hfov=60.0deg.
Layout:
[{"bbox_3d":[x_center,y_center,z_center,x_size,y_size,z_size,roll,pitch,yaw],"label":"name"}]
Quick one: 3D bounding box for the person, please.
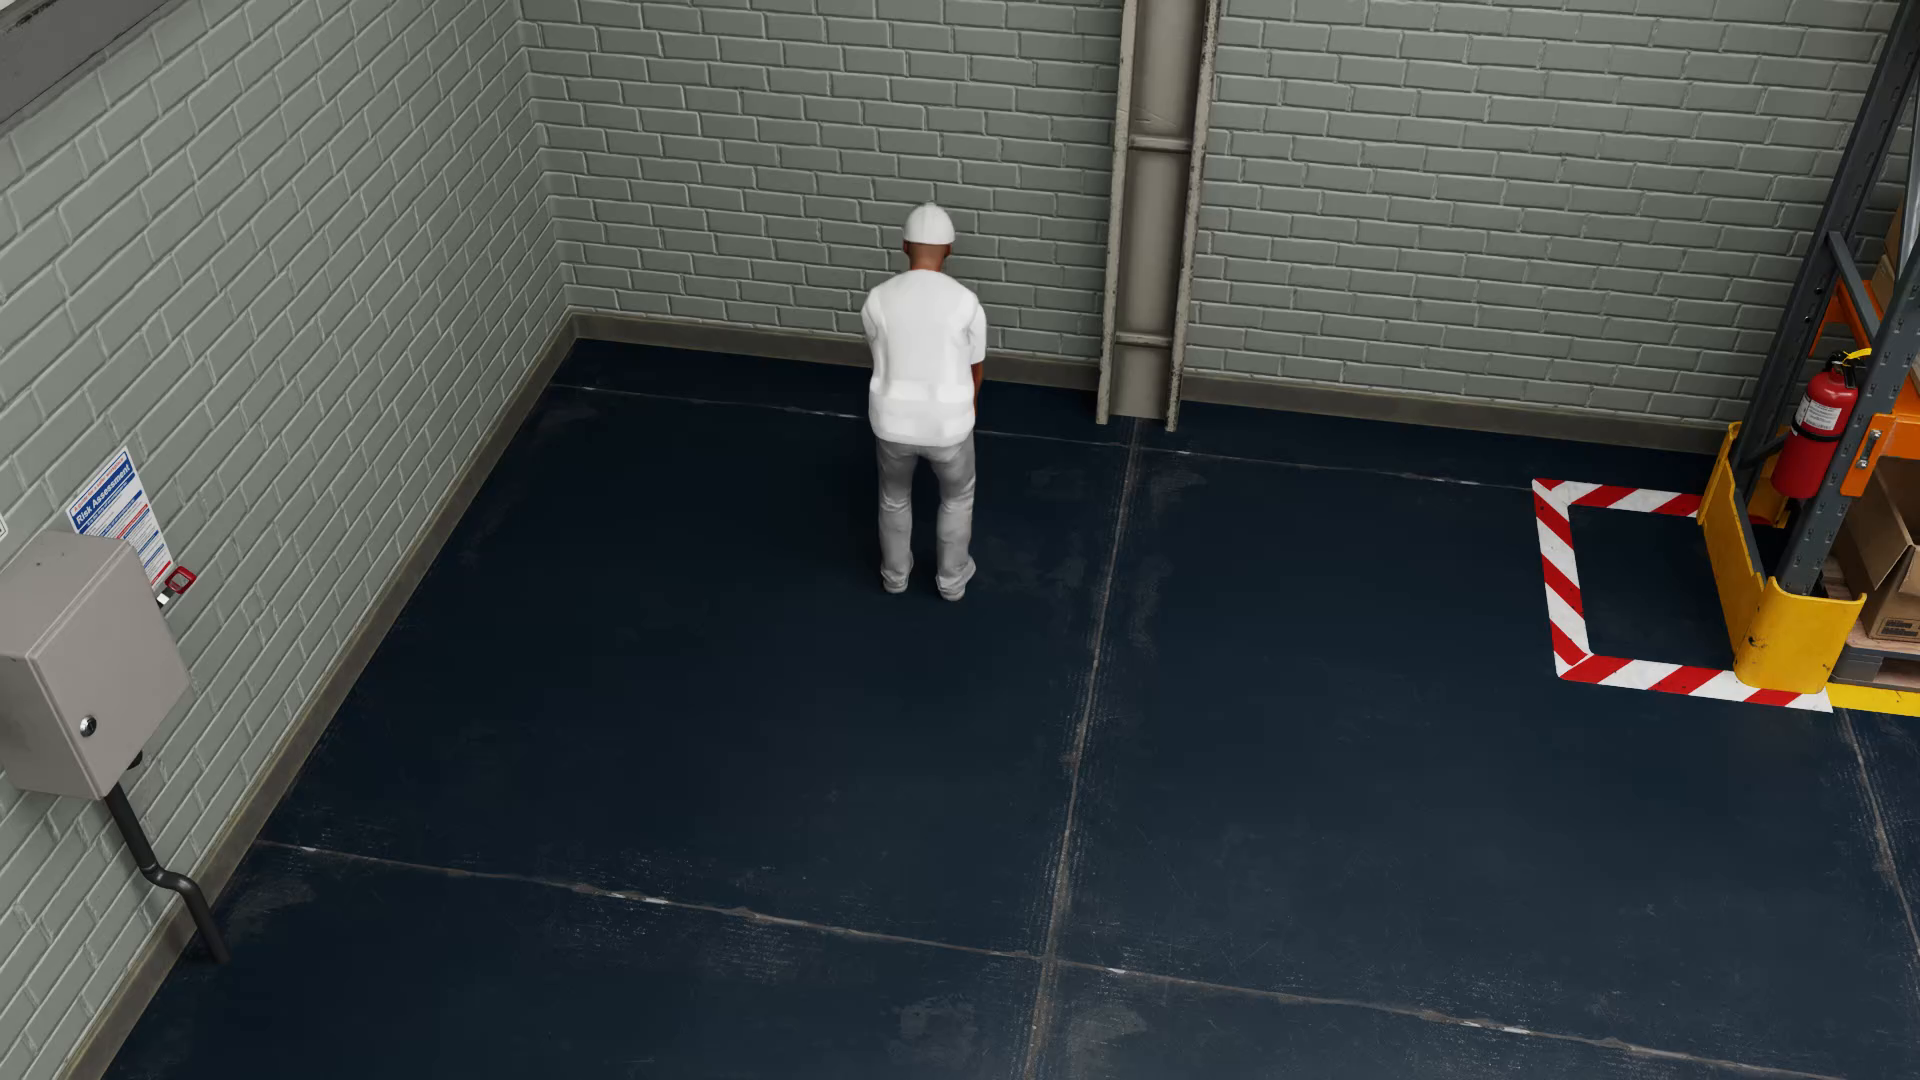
[{"bbox_3d":[-0.145,-0.543,6.833,0.488,1.693,0.636,6,41,7],"label":"person"}]
